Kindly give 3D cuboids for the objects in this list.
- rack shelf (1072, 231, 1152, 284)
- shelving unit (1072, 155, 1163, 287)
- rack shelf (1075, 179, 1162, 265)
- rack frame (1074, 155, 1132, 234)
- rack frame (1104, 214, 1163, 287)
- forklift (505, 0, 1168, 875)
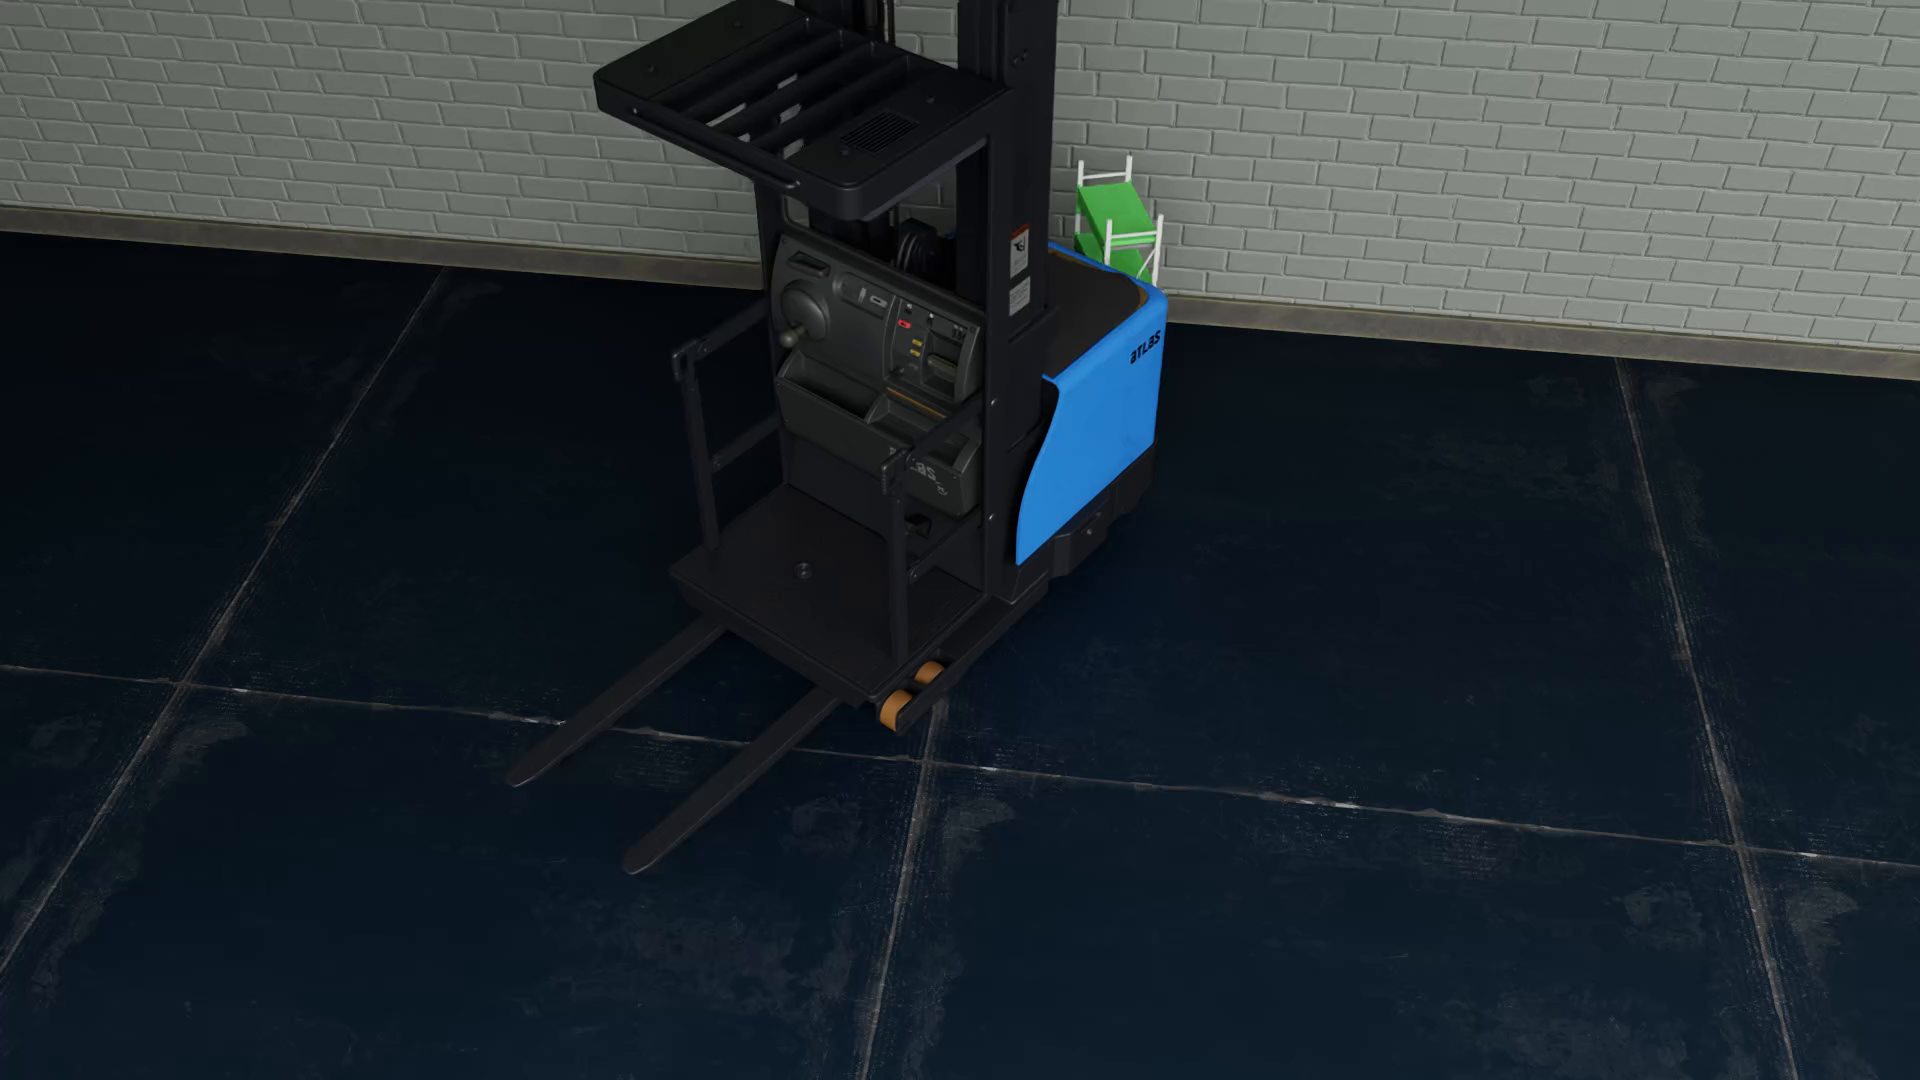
[{"bbox_3d":[0.680,-1.193,7.375,0.258,0.148,0.480,-7,43,-8],"label":"rack shelf"},{"bbox_3d":[0.680,-1.063,7.495,0.258,1.200,0.503,-7,43,-8],"label":"shelving unit"},{"bbox_3d":[0.681,-1.369,7.212,0.258,0.148,0.480,-7,43,-8],"label":"rack shelf"},{"bbox_3d":[0.634,-1.226,7.671,0.240,1.200,0.015,-7,43,-8],"label":"rack frame"},{"bbox_3d":[0.726,-0.901,7.319,0.240,1.200,0.015,-7,43,-8],"label":"rack frame"},{"bbox_3d":[-0.447,-0.709,5.867,1.130,2.935,3.031,29,50,27],"label":"forklift"}]
